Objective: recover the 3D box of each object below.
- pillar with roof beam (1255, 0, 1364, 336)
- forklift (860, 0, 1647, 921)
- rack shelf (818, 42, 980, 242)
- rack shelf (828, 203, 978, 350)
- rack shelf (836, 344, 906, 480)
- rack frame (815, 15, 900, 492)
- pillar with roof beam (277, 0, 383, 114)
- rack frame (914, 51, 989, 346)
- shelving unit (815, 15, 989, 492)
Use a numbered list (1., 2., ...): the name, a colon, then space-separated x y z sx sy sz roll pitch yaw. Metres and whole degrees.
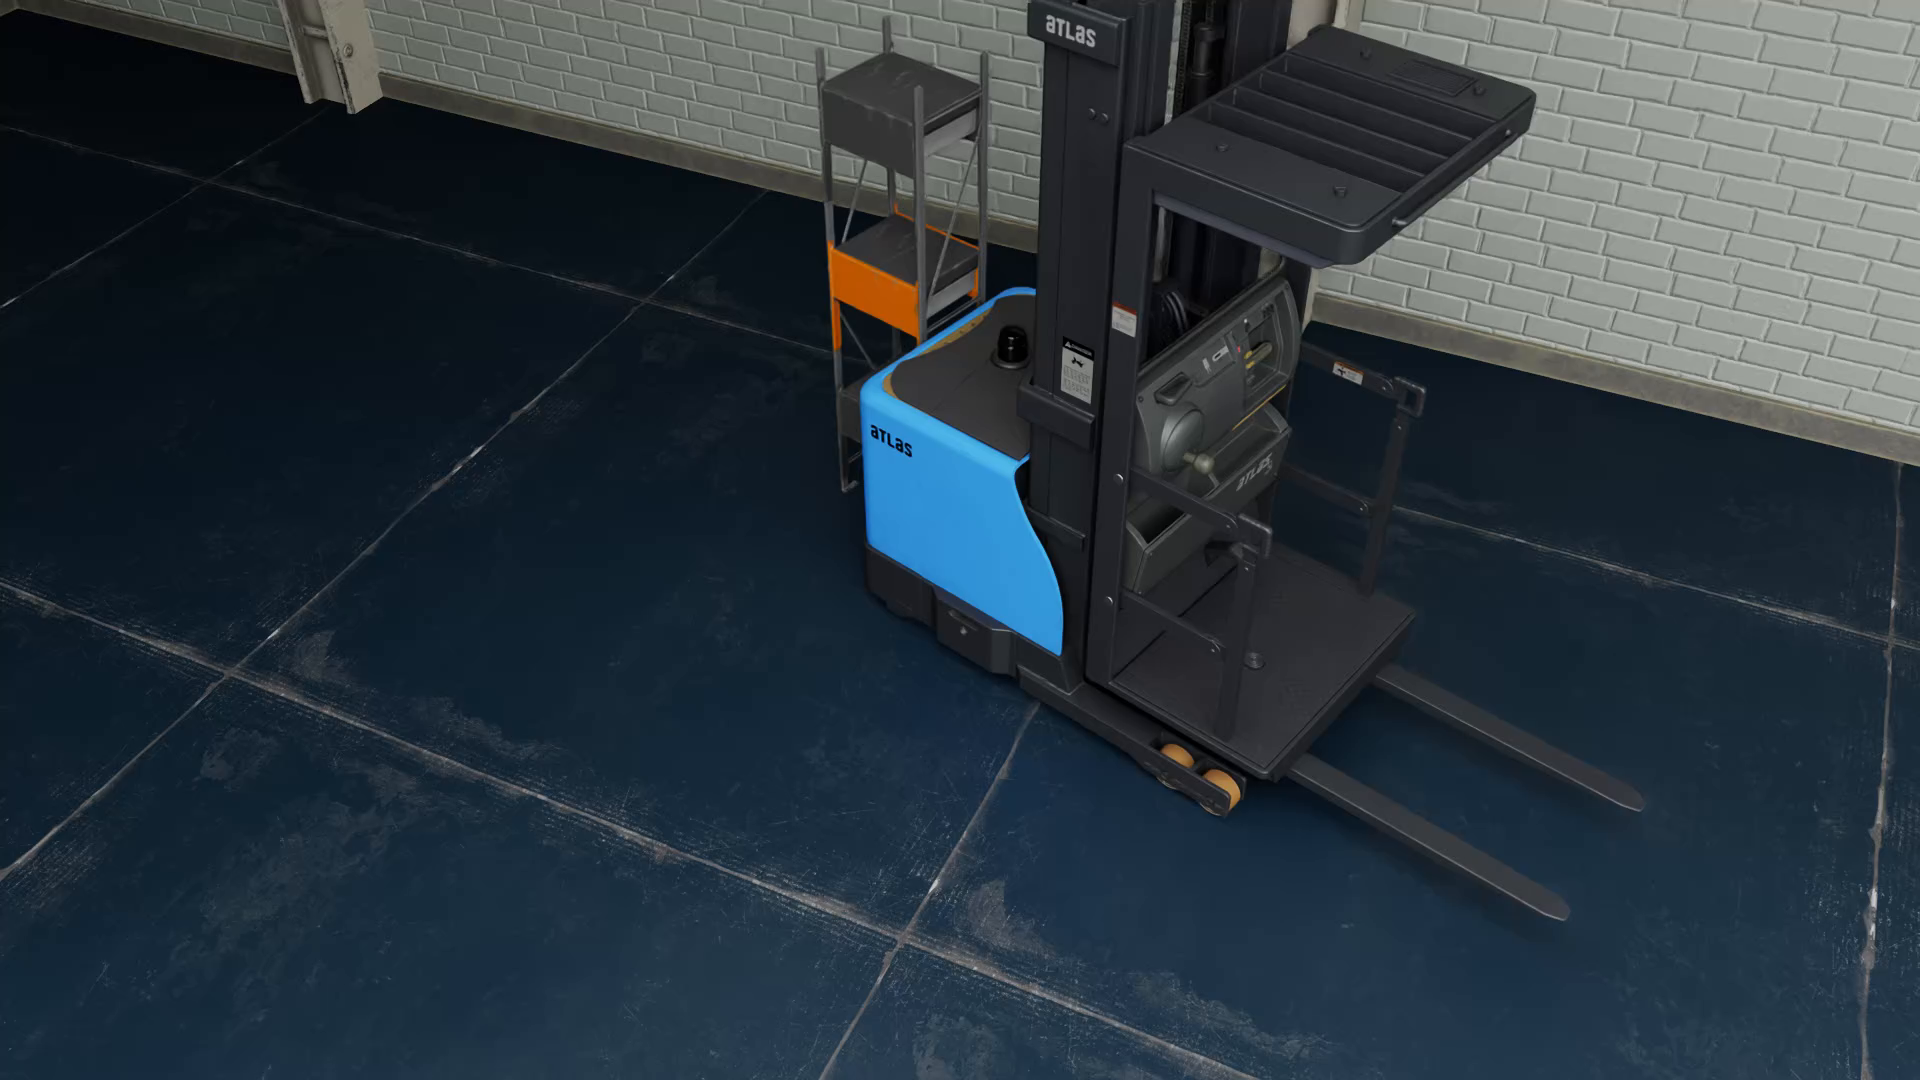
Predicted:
1. pillar with roof beam: -0.248 -1.964 2.645 0.400 9.000 9.100 17 44 19
2. forklift: 1.050 -0.496 5.584 3.031 2.935 1.130 29 49 29
3. rack shelf: -0.214 -1.525 6.359 0.480 0.518 0.431 29 49 29
4. rack shelf: -0.214 -0.997 6.817 0.480 0.518 0.431 29 49 29
5. rack shelf: -0.214 -0.468 7.276 0.480 0.518 0.431 29 49 29
6. rack frame: -0.400 -1.111 6.928 0.015 2.100 0.400 29 49 29
7. pillar with roof beam: -5.685 -3.626 4.562 0.400 9.000 9.100 17 44 19
8. rack frame: -0.029 -0.903 6.689 0.015 2.100 0.400 29 49 29
9. shelving unit: -0.214 -1.007 6.808 0.503 2.100 0.431 29 49 29
